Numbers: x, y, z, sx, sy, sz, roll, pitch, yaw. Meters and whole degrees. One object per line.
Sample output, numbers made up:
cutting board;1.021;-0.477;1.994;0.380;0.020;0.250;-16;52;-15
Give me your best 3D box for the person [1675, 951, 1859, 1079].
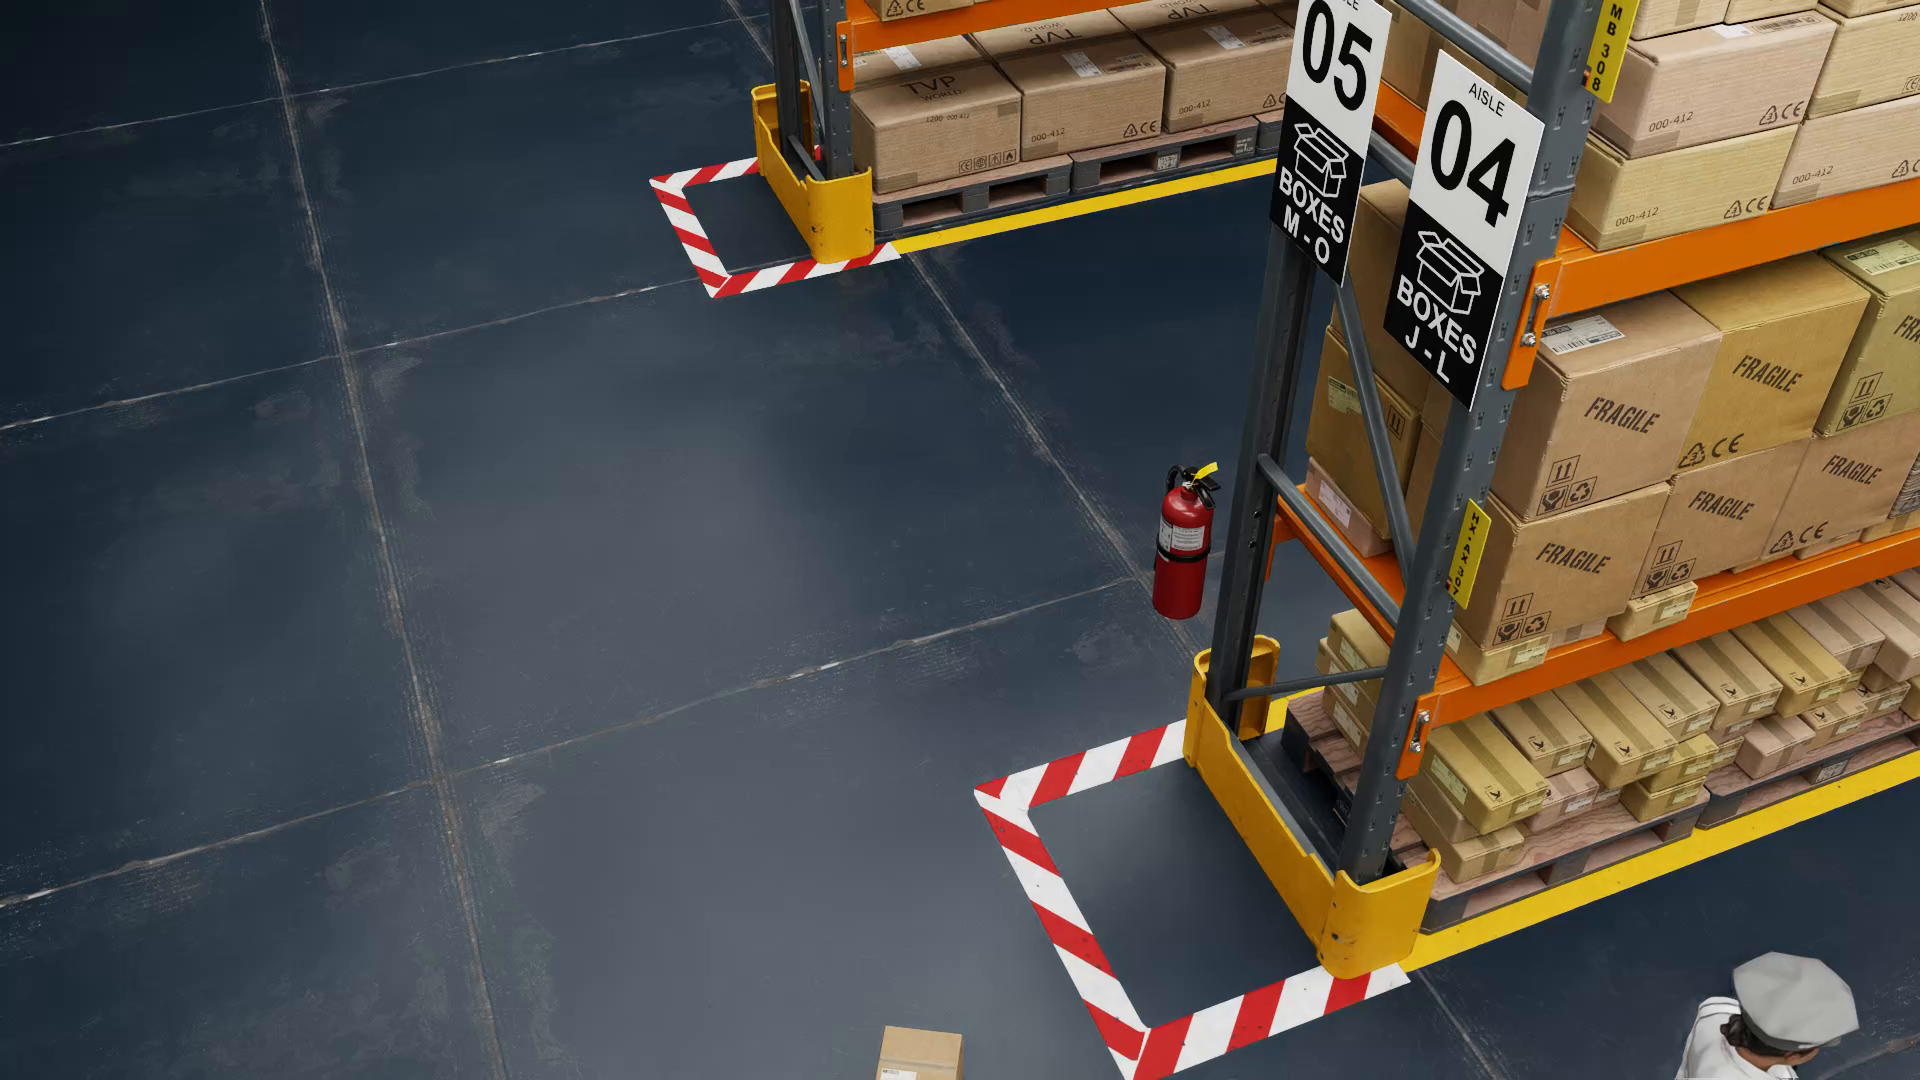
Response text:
person;1.856;1.650;4.289;0.482;1.658;0.504;11;43;12
